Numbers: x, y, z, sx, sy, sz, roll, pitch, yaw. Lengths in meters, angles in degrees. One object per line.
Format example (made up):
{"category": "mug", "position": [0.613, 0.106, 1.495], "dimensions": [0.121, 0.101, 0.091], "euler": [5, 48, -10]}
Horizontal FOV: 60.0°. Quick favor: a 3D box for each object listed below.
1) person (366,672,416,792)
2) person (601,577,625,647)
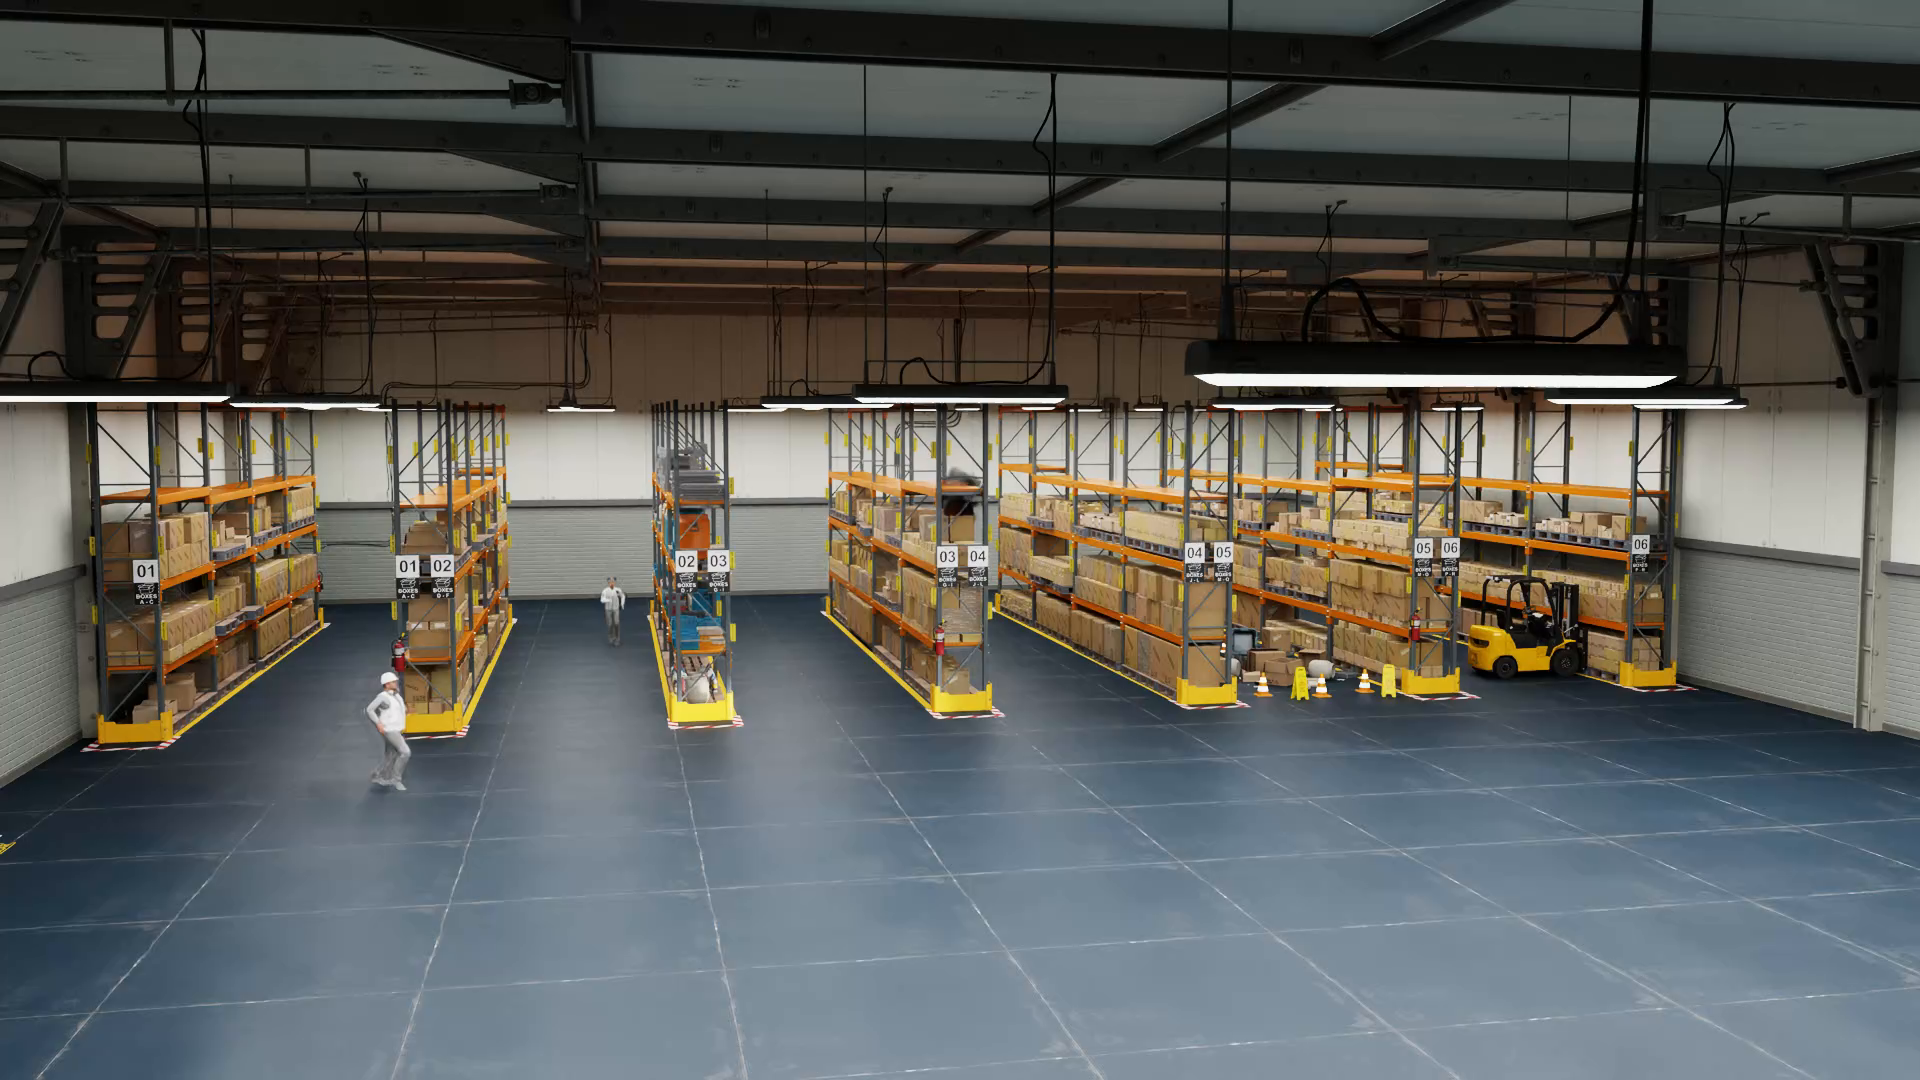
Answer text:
{"category": "person", "position": [-8.666, 2.932, 25.377], "dimensions": [0.744, 1.825, 0.624], "euler": [0, 4, 1]}
{"category": "person", "position": [-8.614, 1.773, 41.270], "dimensions": [0.578, 1.748, 0.732], "euler": [-1, 4, -9]}
